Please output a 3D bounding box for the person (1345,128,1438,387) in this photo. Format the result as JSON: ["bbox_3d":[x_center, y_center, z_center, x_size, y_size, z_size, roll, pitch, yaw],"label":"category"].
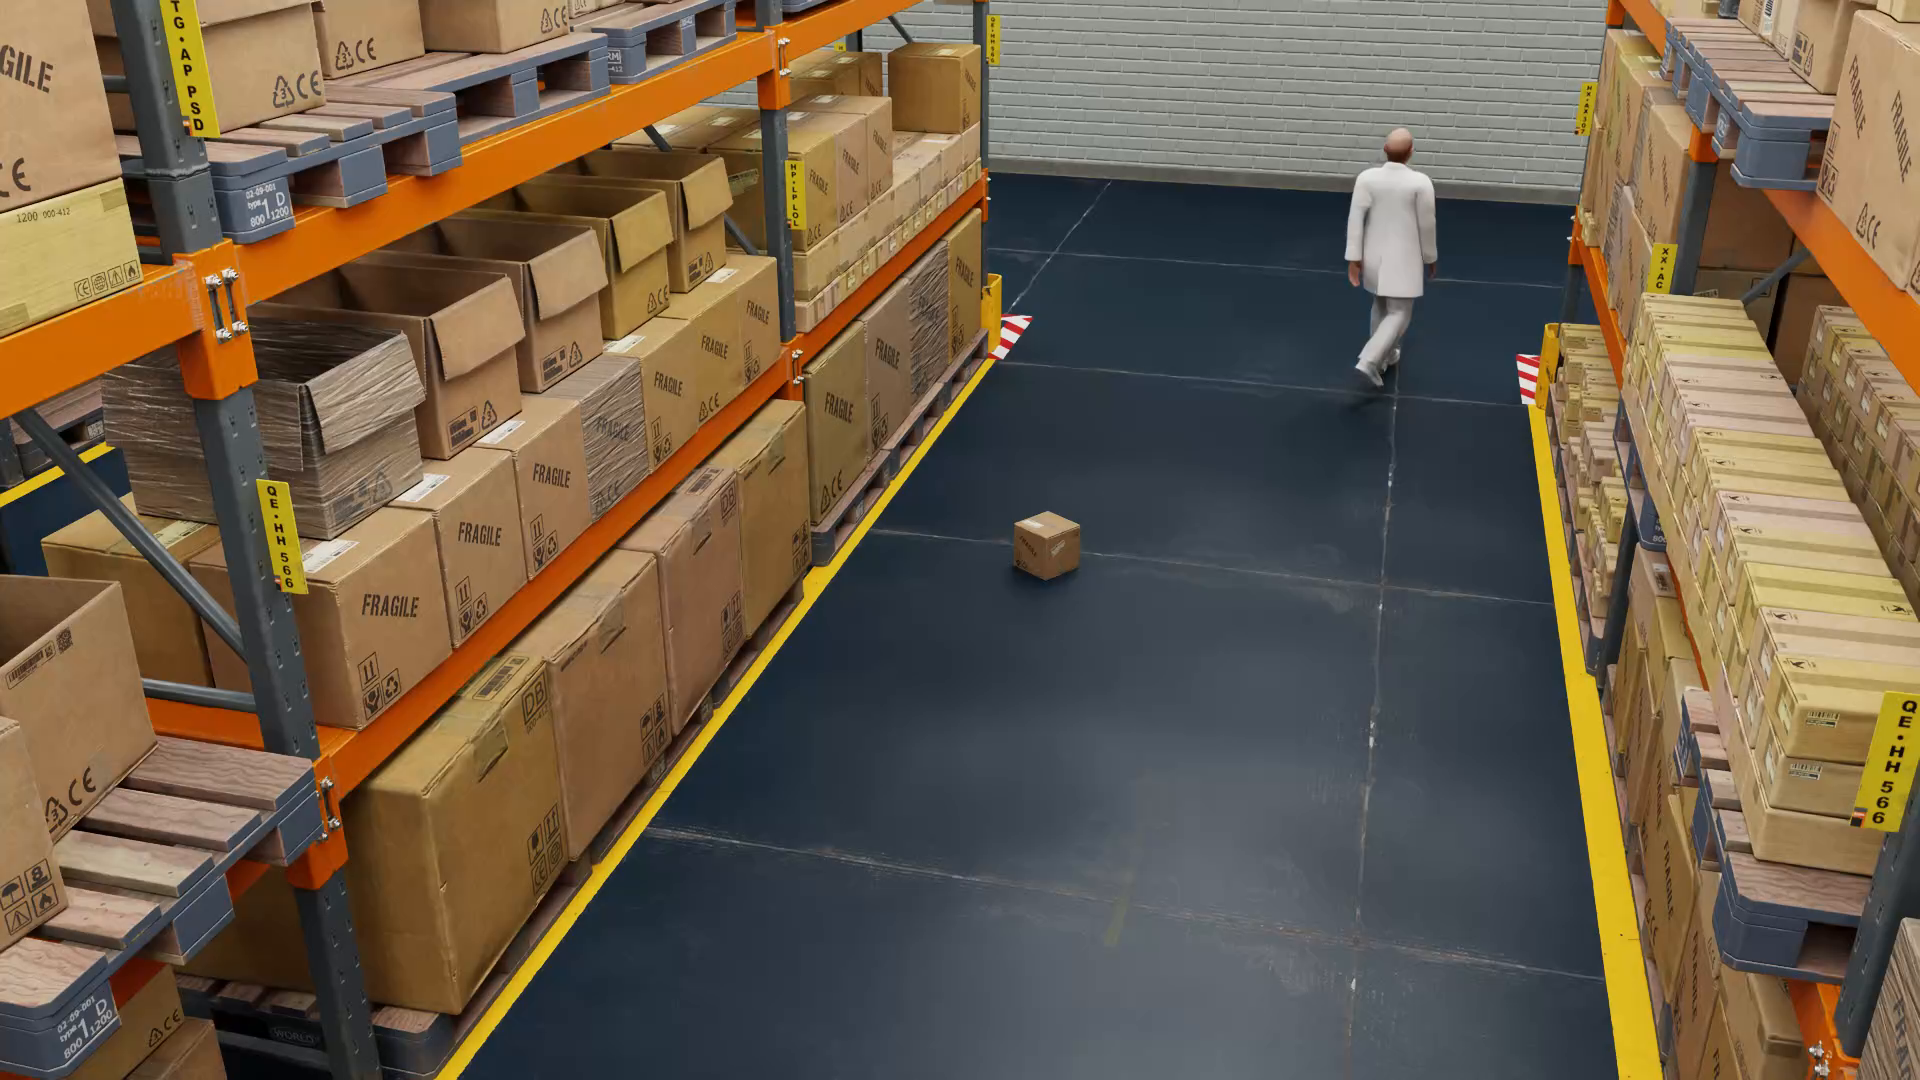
[{"bbox_3d":[2.893,-1.891,11.175,0.559,1.740,1.019,18,31,34],"label":"person"}]
